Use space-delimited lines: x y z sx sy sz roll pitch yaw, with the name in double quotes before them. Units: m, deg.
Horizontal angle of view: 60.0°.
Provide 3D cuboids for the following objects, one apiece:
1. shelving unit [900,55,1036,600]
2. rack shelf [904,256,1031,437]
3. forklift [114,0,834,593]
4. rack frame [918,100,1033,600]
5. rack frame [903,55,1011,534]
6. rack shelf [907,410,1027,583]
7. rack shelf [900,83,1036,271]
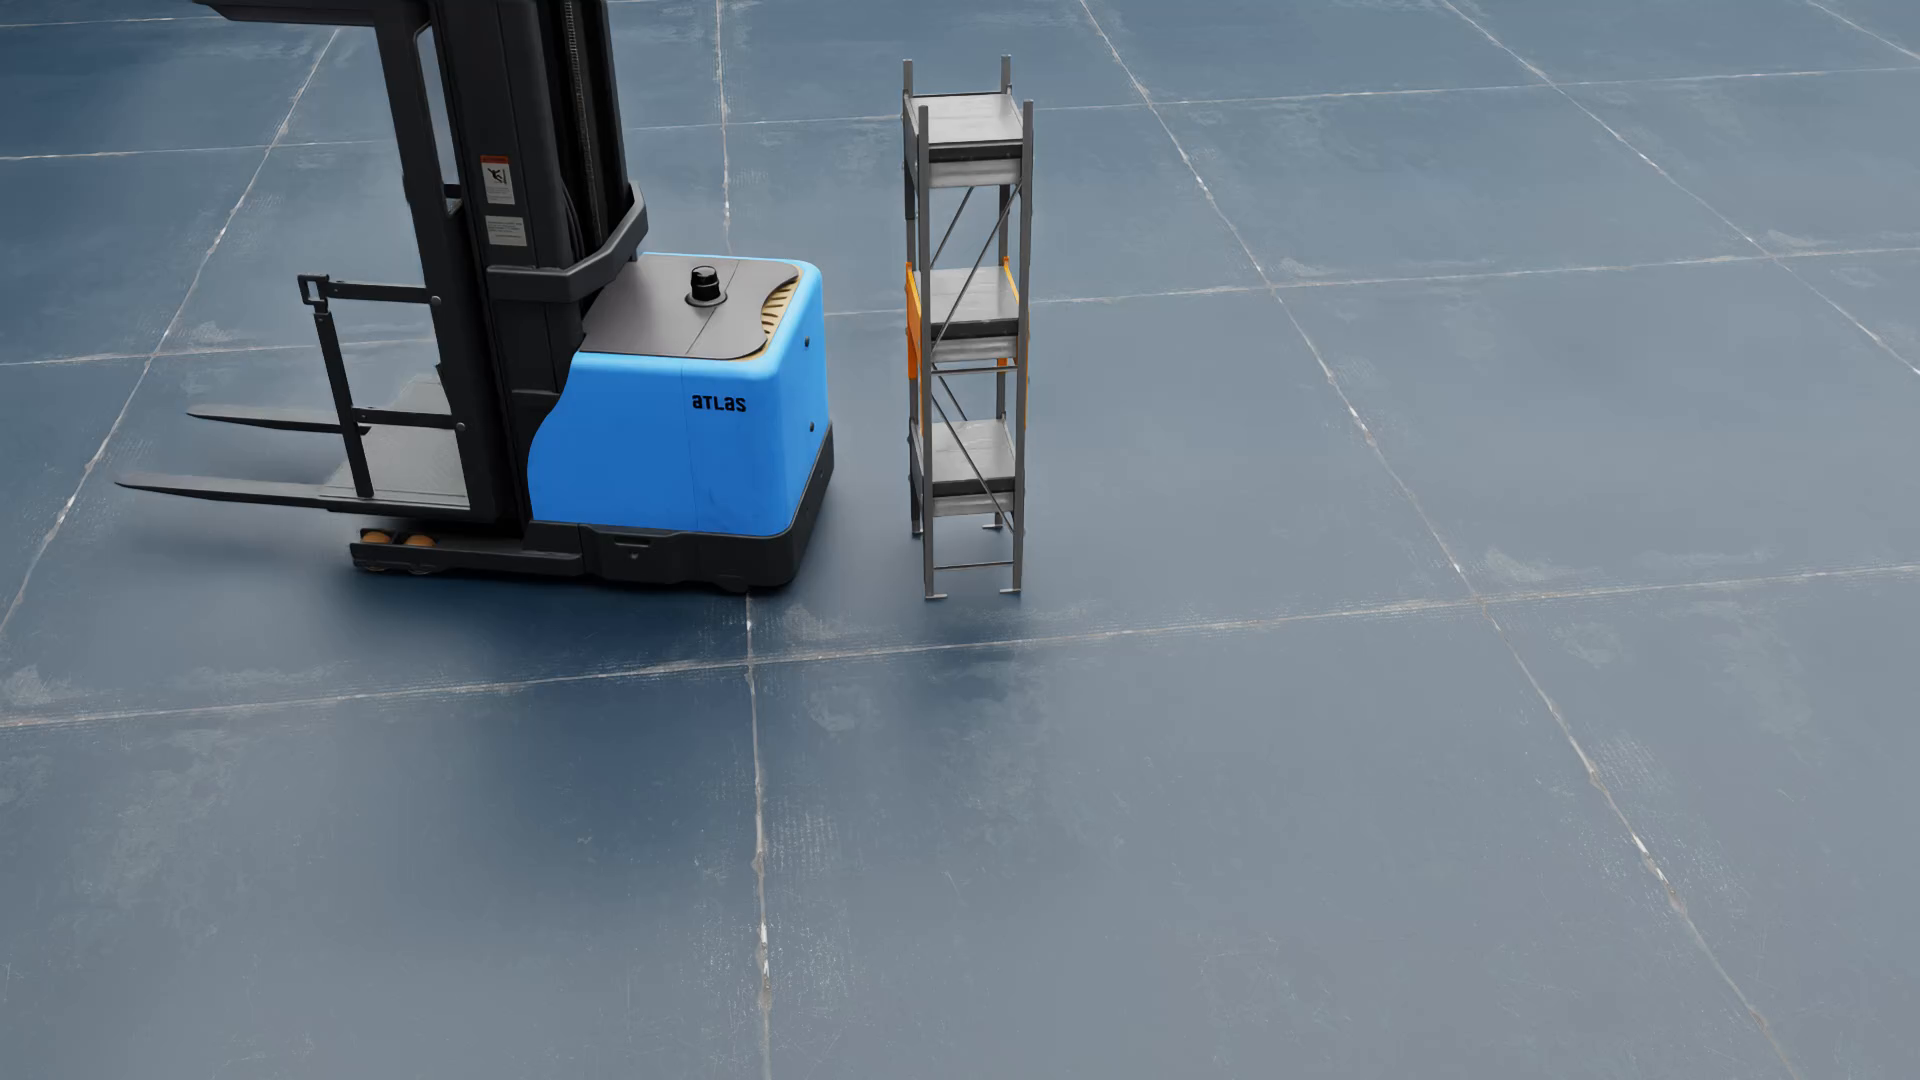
"shelving unit" 0.022 -0.775 6.523 0.431 2.100 0.503 -4 35 -6
"rack shelf" 0.022 -0.764 6.531 0.431 0.518 0.480 -4 35 -6
"forklift" -2.132 -1.354 6.635 3.031 2.935 1.130 4 34 6
"rack frame" 0.055 -0.639 6.323 0.400 2.100 0.015 -4 35 -6
"rack frame" -0.011 -0.911 6.723 0.400 2.100 0.015 -4 35 -6
"rack shelf" 0.022 -0.186 6.925 0.431 0.518 0.480 -4 35 -6
"rack shelf" 0.022 -1.342 6.137 0.431 0.518 0.480 -4 35 -6
